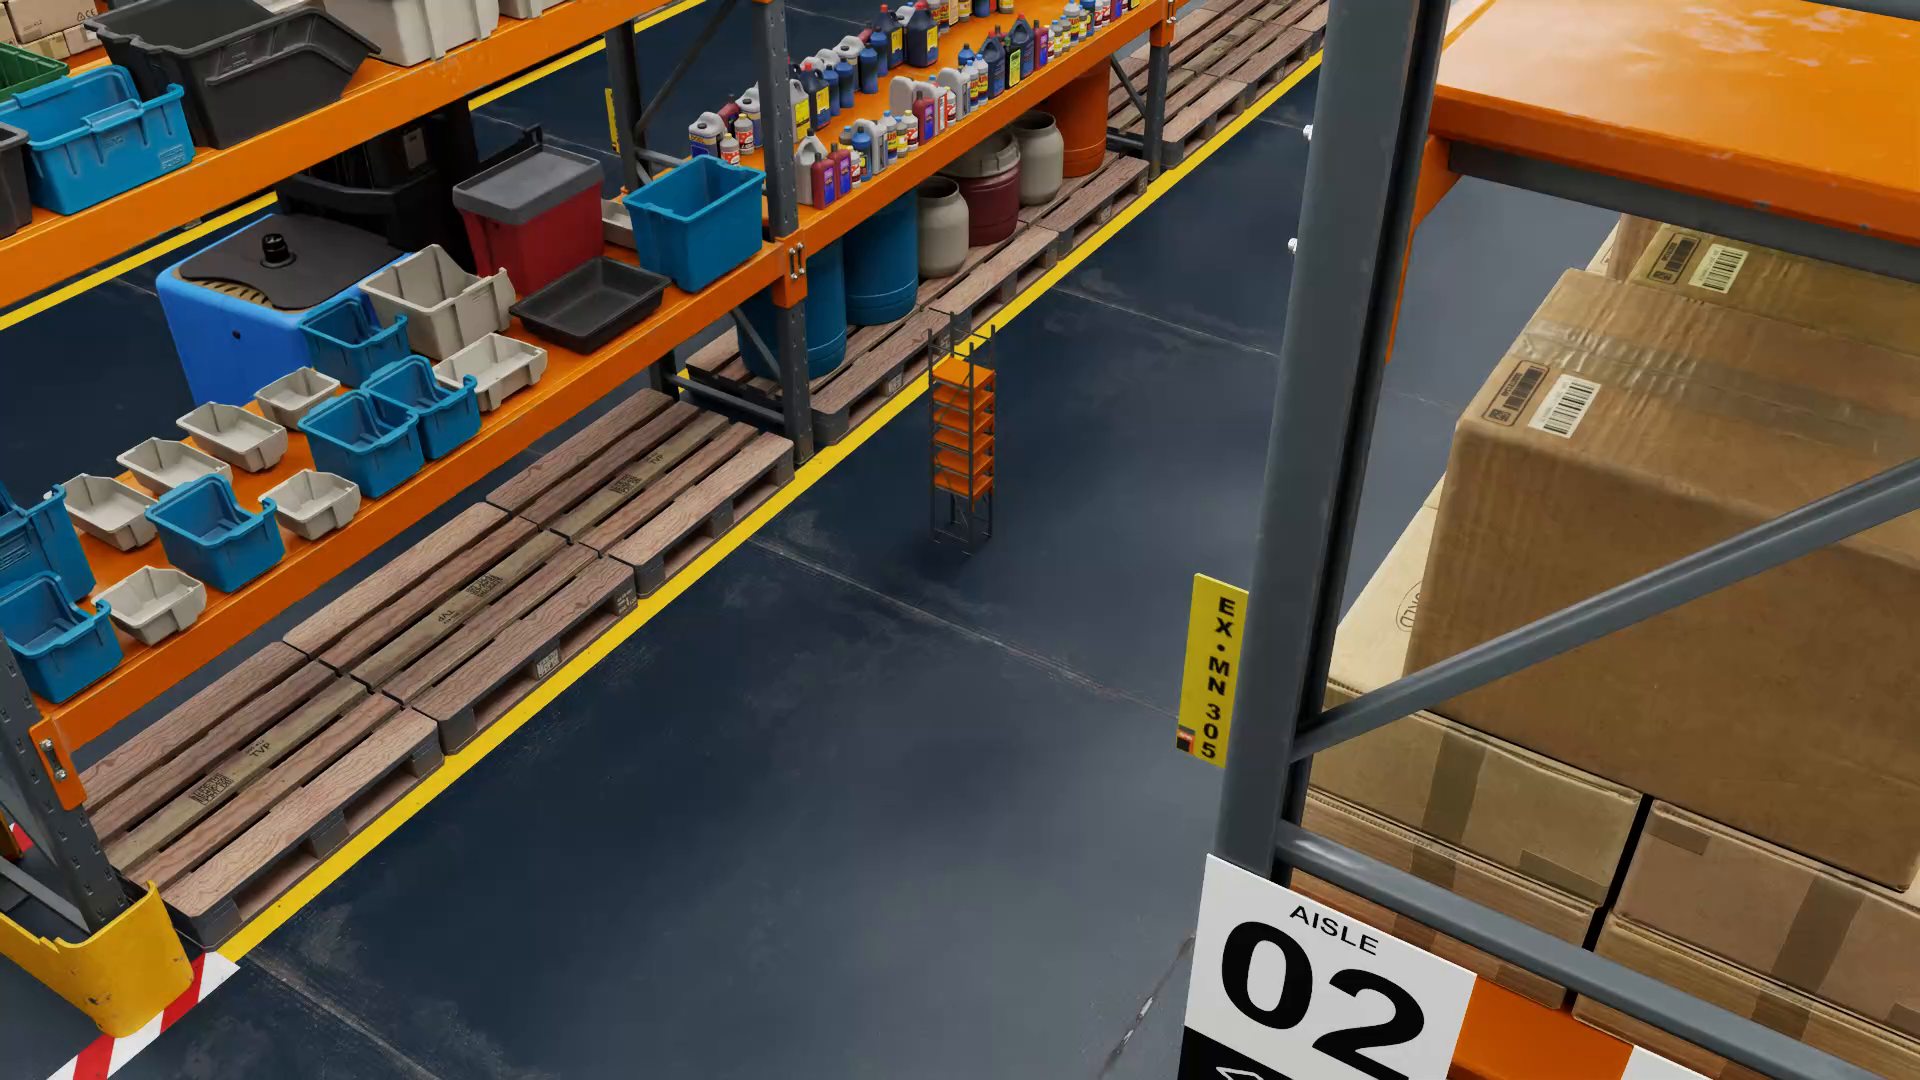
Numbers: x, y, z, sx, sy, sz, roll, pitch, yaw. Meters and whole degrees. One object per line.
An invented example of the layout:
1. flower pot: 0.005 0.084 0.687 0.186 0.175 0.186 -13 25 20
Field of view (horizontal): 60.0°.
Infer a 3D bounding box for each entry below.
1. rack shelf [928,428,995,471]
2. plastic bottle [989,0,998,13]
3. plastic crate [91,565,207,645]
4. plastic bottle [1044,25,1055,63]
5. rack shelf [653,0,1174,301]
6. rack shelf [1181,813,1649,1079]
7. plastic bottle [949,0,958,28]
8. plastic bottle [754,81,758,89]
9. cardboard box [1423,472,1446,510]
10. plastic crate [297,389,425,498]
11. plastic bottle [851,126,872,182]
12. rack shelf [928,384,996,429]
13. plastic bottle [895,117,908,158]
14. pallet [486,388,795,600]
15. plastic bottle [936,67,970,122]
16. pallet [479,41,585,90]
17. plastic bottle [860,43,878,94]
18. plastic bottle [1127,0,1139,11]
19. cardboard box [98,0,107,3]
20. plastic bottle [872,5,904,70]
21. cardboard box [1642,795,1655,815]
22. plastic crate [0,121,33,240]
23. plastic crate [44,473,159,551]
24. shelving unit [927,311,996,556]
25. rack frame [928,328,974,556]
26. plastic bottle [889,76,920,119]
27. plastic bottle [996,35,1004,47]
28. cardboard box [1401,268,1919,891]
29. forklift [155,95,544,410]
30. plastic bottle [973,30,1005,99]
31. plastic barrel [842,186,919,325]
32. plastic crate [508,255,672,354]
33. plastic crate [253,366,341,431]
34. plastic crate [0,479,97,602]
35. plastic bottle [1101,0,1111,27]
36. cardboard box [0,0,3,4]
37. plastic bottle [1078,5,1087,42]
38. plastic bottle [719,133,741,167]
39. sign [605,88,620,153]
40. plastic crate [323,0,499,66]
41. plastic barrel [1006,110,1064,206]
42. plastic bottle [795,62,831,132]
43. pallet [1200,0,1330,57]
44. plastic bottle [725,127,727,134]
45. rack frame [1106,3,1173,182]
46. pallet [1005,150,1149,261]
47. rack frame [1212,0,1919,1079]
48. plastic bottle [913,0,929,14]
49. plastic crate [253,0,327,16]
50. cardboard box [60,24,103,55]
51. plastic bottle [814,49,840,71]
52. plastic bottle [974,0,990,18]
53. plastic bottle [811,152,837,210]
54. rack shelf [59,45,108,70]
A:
1. rack shelf: 0.008 -0.447 7.860 0.258 0.103 0.180 21 42 25
2. plastic bottle: 0.168 -3.421 10.272 0.152 0.276 0.135 21 42 25
3. plastic crate: -2.713 0.221 5.613 0.250 0.136 0.298 21 42 25
4. plastic bottle: 0.498 -2.876 9.626 0.097 0.201 0.097 0 38 0
5. rack shelf: -0.151 -2.510 9.578 1.077 0.370 4.000 21 42 25
6. rack shelf: 1.887 -0.014 3.883 1.077 0.370 4.000 21 42 25
7. plastic bottle: -0.066 -3.251 10.045 0.061 0.283 0.133 21 42 25
8. plastic bottle: -1.006 -2.325 8.790 0.144 0.351 0.185 21 42 25
9. cardboard box: 1.143 -0.013 3.005 0.500 0.250 0.500 21 42 25
10. plastic crate: -2.250 -0.358 6.285 0.416 0.233 0.300 21 42 25
11. plastic bottle: -0.495 -1.947 8.364 0.097 0.271 0.097 0 38 0
12. rack shelf: 0.008 -0.638 7.713 0.258 0.103 0.180 21 42 25
13. plastic bottle: -0.319 -2.089 8.605 0.097 0.201 0.097 0 38 0
14. pallet: -1.583 -0.268 8.364 1.003 0.211 1.213 21 42 25
15. plastic bottle: -0.032 -2.426 8.981 0.152 0.276 0.135 21 42 25
16. pallet: -3.747 -3.960 13.154 1.003 0.211 1.213 21 42 25
17. plastic bottle: -0.506 -2.628 9.247 0.097 0.271 0.097 0 38 0
18. plastic bottle: 1.064 -3.432 10.280 0.061 0.283 0.133 21 42 25
19. cardboard box: -5.384 -3.754 10.521 0.500 0.500 0.500 21 42 25
20. plastic bottle: -0.416 -2.893 9.526 0.144 0.351 0.185 21 42 25
21. cardboard box: 1.145 0.186 3.157 0.500 0.250 0.500 21 42 25
22. plastic crate: -2.924 -0.946 4.609 0.497 0.269 0.590 21 42 25
23. plastic crate: -3.081 -0.101 6.030 0.396 0.136 0.243 21 42 25
24. shelving unit: 0.008 -0.483 7.833 0.258 1.200 0.189 21 42 25
25. rack frame: -0.041 -0.435 7.772 0.240 1.200 0.006 21 42 25
26. plastic bottle: -0.285 -2.356 8.890 0.152 0.276 0.135 21 42 25
27. plastic bottle: 0.230 -2.699 9.329 0.061 0.283 0.133 21 42 25
28. cardboard box: 1.077 0.026 2.341 0.700 0.500 0.500 21 42 25
29. forklift: -2.826 -2.262 8.723 1.130 2.935 3.031 18 41 22
30. plastic bottle: 0.161 -2.637 9.194 0.144 0.351 0.185 21 42 25
31. plastic barrel: -0.537 -1.739 9.364 0.600 0.901 0.708 21 42 25
32. plastic crate: -1.595 -1.014 7.224 0.437 0.125 0.590 21 42 25
33. plastic crate: -2.642 -0.556 6.621 0.298 0.136 0.250 21 42 25
34. plastic crate: -3.344 0.027 5.620 0.616 0.435 0.499 21 42 25
35. plastic bottle: 0.863 -3.227 10.081 0.097 0.201 0.097 0 38 0
36. cardboard box: -5.697 -3.158 9.094 0.500 0.500 0.500 22 43 26
37. plastic bottle: 0.707 -3.076 9.886 0.097 0.201 0.097 0 38 0
38. plastic bottle: -1.169 -1.963 8.442 0.097 0.201 0.097 0 38 0
39. sign: -1.686 -2.055 8.171 0.100 0.325 0.005 21 42 25
40. plastic crate: -1.917 -1.885 5.818 0.437 0.282 0.530 21 42 25
41. plastic barrel: 0.446 -2.429 10.577 0.421 0.512 0.421 0 38 0
42. plastic bottle: -0.785 -2.374 8.852 0.144 0.351 0.185 21 42 25
43. pallet: 2.676 -4.366 13.681 1.003 0.211 1.213 21 42 25
44. plastic bottle: -1.245 -2.063 8.572 0.097 0.201 0.097 0 38 0
45. rack frame: 0.921 -3.826 10.696 1.000 3.000 0.127 21 42 25
46. pallet: 0.534 -2.302 11.002 1.003 0.211 1.213 21 42 25
47. rack frame: 0.815 -0.456 1.410 1.000 3.000 0.127 21 42 25
48. plastic bottle: -0.242 -3.082 9.826 0.061 0.283 0.133 21 42 25
49. plastic crate: -2.468 -1.932 5.998 0.437 0.136 0.530 21 42 25
50. cardboard box: -5.291 -3.020 9.856 0.380 0.149 0.250 21 43 25
51. plastic bottle: -0.746 -2.542 9.131 0.152 0.276 0.135 21 42 25
52. plastic bottle: 0.134 -3.349 10.182 0.097 0.271 0.097 0 38 0
53. plastic bottle: -0.666 -1.767 8.121 0.061 0.283 0.133 21 42 25
54. rack shelf: -6.476 -2.068 9.005 1.077 0.370 4.000 21 42 25
